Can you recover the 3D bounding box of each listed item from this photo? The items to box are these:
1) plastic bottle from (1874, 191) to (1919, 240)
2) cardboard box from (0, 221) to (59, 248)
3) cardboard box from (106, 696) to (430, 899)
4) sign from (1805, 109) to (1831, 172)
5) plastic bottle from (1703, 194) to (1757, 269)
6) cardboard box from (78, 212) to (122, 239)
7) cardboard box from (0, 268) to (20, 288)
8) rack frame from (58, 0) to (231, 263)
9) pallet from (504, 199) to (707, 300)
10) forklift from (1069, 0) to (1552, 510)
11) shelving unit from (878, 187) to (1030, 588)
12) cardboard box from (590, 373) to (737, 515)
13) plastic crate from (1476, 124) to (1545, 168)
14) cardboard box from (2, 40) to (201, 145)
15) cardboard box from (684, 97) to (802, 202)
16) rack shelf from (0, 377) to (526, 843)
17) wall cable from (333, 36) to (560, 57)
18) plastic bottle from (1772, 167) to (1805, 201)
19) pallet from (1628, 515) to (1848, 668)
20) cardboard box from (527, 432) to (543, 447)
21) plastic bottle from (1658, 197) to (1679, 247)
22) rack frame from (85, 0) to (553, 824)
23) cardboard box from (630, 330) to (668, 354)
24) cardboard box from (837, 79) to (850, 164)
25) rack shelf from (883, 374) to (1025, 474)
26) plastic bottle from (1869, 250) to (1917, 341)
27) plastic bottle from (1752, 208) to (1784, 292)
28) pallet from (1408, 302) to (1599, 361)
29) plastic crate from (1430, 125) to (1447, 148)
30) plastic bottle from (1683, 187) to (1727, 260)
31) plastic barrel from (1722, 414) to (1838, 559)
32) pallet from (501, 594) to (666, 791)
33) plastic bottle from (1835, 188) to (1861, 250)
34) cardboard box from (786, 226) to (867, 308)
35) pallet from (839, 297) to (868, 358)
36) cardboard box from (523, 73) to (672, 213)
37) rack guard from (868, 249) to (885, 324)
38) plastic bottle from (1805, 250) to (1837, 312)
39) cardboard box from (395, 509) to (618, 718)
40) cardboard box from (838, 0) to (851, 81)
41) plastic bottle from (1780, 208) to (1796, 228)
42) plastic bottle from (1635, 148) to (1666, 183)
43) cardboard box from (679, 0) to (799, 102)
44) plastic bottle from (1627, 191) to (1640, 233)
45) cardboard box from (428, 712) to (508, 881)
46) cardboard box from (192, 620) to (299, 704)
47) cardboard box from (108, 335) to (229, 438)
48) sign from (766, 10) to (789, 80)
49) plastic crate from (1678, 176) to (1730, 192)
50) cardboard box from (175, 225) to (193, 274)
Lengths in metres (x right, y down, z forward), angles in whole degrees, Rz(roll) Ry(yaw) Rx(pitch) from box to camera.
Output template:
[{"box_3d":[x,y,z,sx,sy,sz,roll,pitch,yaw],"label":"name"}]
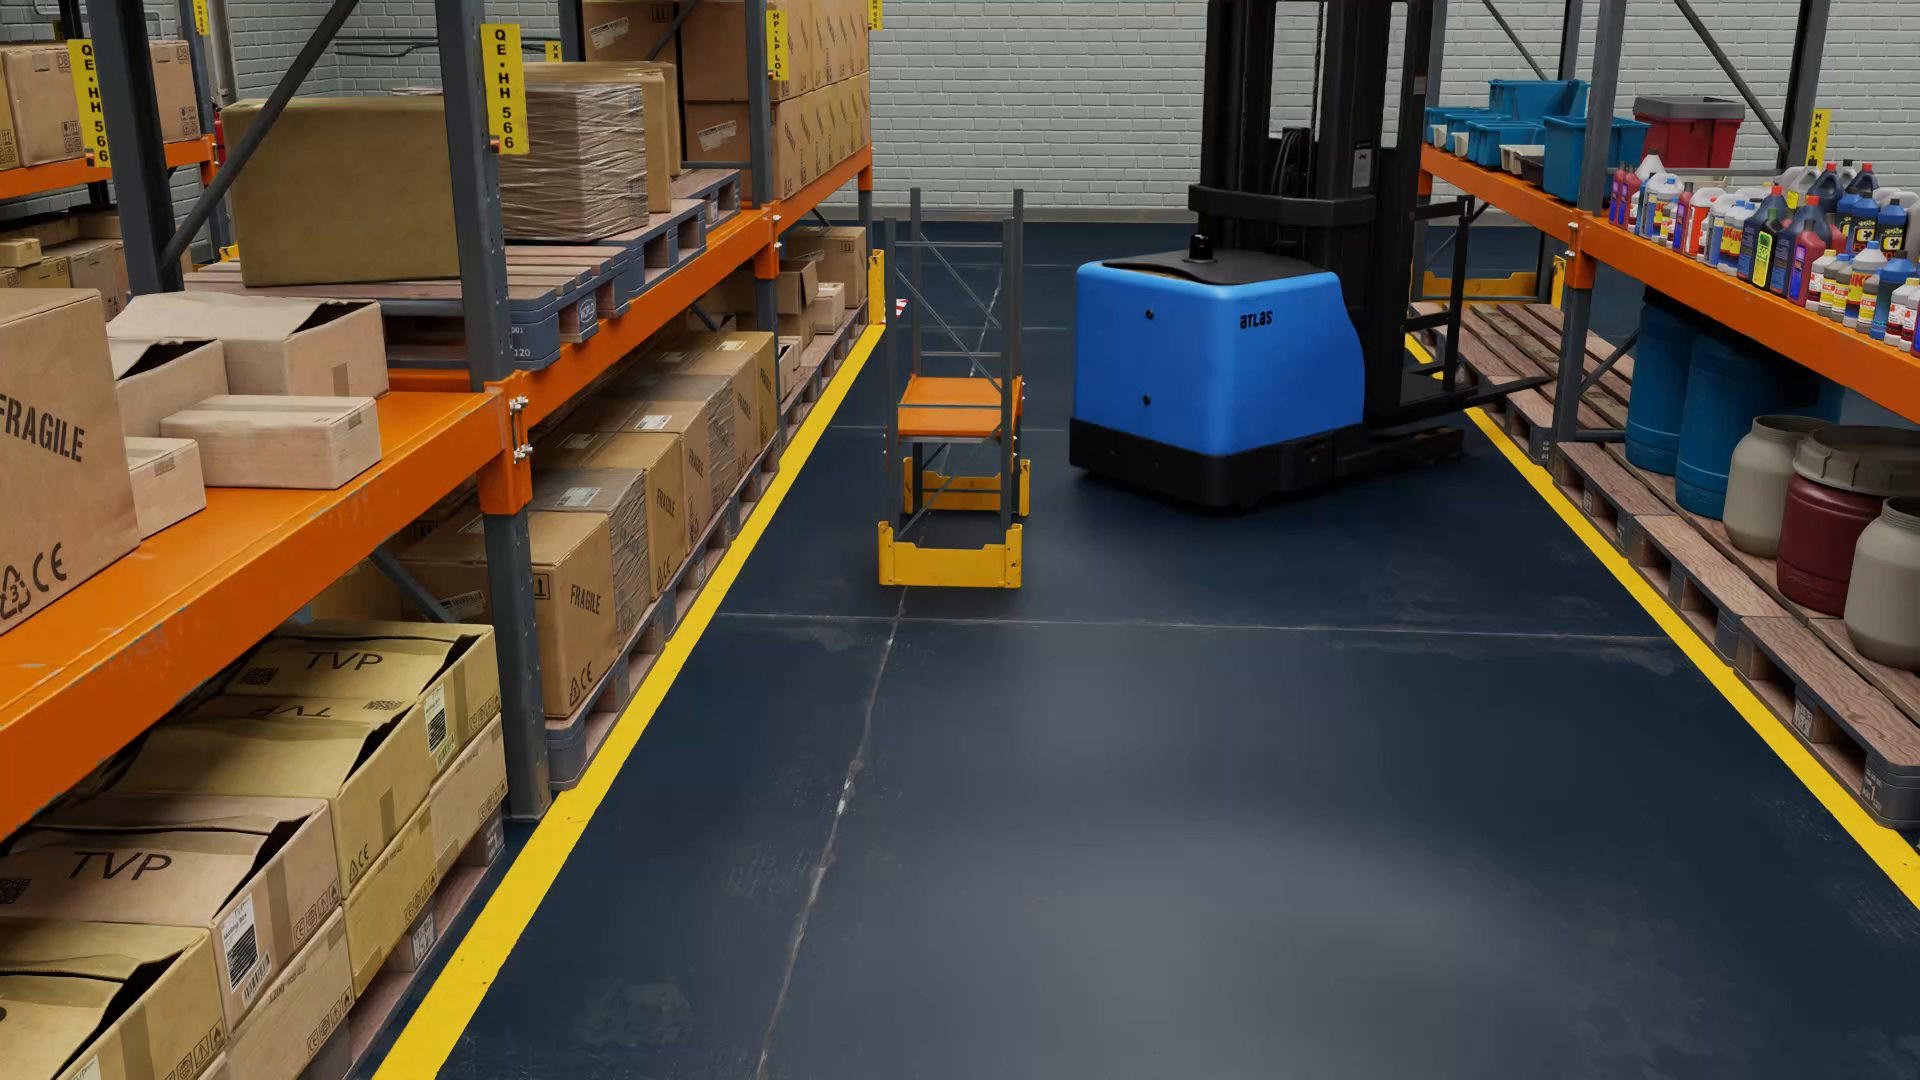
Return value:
[{"box_3d":[3.721,-1.254,6.631,0.152,0.276,0.135,1,18,4],"label":"plastic bottle"},{"box_3d":[-6.308,-2.047,11.152,0.380,0.149,0.250,2,18,5],"label":"cardboard box"},{"box_3d":[-1.551,0.547,3.778,0.500,0.311,0.500,1,18,3],"label":"cardboard box"},{"box_3d":[4.047,-1.873,7.877,0.100,0.325,0.005,1,18,4],"label":"sign"},{"box_3d":[3.003,-1.200,6.469,0.152,0.276,0.135,1,18,4],"label":"plastic bottle"},{"box_3d":[-5.891,-2.195,11.602,0.380,0.149,0.250,2,18,5],"label":"cardboard box"},{"box_3d":[-6.188,-1.373,10.136,0.700,0.500,0.500,1,18,3],"label":"cardboard box"},{"box_3d":[-6.096,-3.218,12.426,1.000,3.000,0.127,1,18,4],"label":"rack frame"},{"box_3d":[-1.593,-1.137,6.383,1.003,0.211,1.213,1,18,4],"label":"pallet"},{"box_3d":[2.013,-1.890,8.483,3.031,2.935,1.130,-14,23,-37],"label":"forklift"},{"box_3d":[-0.005,-0.689,7.117,0.587,1.500,1.083,1,18,4],"label":"shelving unit"},{"box_3d":[-1.271,-0.418,7.191,0.500,0.500,0.500,2,18,5],"label":"cardboard box"},{"box_3d":[3.324,-2.374,10.024,0.416,0.233,0.300,1,18,4],"label":"plastic crate"},{"box_3d":[-6.123,-3.202,11.895,0.980,0.700,0.700,2,18,6],"label":"cardboard box"},{"box_3d":[-1.133,-2.066,8.749,0.500,0.500,0.500,2,18,5],"label":"cardboard box"},{"box_3d":[-1.872,0.339,2.725,1.077,0.370,4.000,1,18,4],"label":"rack shelf"},{"box_3d":[-5.334,-6.342,17.312,3.097,2.526,0.112,1,18,4],"label":"wall cable"},{"box_3d":[3.793,-1.566,7.583,0.152,0.276,0.135,1,18,4],"label":"plastic bottle"},{"box_3d":[3.317,0.189,6.506,1.003,0.211,1.213,1,18,4],"label":"pallet"},{"box_3d":[-1.858,-0.101,6.223,0.500,0.500,0.500,1,18,2],"label":"cardboard box"},{"box_3d":[3.017,-1.345,7.031,0.097,0.201,0.097,0,18,0],"label":"plastic bottle"},{"box_3d":[-1.728,-0.624,4.509,1.000,3.000,0.127,1,18,4],"label":"rack frame"},{"box_3d":[-1.719,-0.742,8.179,0.500,0.500,0.500,0,18,1],"label":"cardboard box"},{"box_3d":[-0.990,-2.695,10.669,0.500,0.500,0.500,1,18,4],"label":"cardboard box"},{"box_3d":[-0.006,-0.515,7.165,0.538,0.185,1.000,1,18,4],"label":"rack shelf"},{"box_3d":[2.873,-0.754,5.112,0.097,0.271,0.097,0,18,0],"label":"plastic bottle"},{"box_3d":[2.920,-1.045,5.984,0.061,0.283,0.133,1,18,4],"label":"plastic bottle"},{"box_3d":[3.688,-1.416,11.406,1.003,0.211,1.213,1,18,4],"label":"pallet"},{"box_3d":[3.334,-2.733,11.273,0.250,0.136,0.298,1,18,4],"label":"plastic crate"},{"box_3d":[3.019,-1.272,6.688,0.152,0.276,0.135,1,18,4],"label":"plastic bottle"},{"box_3d":[3.262,-0.210,6.567,0.421,0.512,0.421,0,18,0],"label":"plastic barrel"},{"box_3d":[-1.637,0.470,5.648,1.003,0.211,1.213,1,18,4],"label":"pallet"},{"box_3d":[3.605,-1.290,6.751,0.097,0.271,0.097,0,18,0],"label":"plastic bottle"},{"box_3d":[-0.948,-1.955,11.880,0.500,0.500,0.500,1,18,4],"label":"cardboard box"},{"box_3d":[-1.216,-1.512,11.698,1.003,0.211,1.213,1,18,4],"label":"pallet"},{"box_3d":[-1.507,-1.563,6.541,0.700,0.500,0.500,-3,18,-10],"label":"cardboard box"},{"box_3d":[-1.160,-1.897,12.409,1.175,0.500,0.348,1,18,4],"label":"rack guard"},{"box_3d":[2.907,-0.871,5.584,0.097,0.201,0.097,0,18,0],"label":"plastic bottle"},{"box_3d":[-1.411,0.220,5.242,0.500,0.500,0.500,2,18,6],"label":"cardboard box"},{"box_3d":[-0.980,-3.169,10.509,0.500,0.500,0.500,2,18,5],"label":"cardboard box"},{"box_3d":[2.981,-1.044,5.980,0.061,0.283,0.133,1,18,4],"label":"plastic bottle"},{"box_3d":[3.147,-1.616,7.617,0.144,0.351,0.185,1,18,4],"label":"plastic bottle"},{"box_3d":[-1.127,-2.529,8.557,0.500,0.500,0.500,2,18,5],"label":"cardboard box"},{"box_3d":[3.047,-1.478,7.435,0.097,0.201,0.097,0,18,0],"label":"plastic bottle"},{"box_3d":[-1.523,0.652,4.357,0.500,0.250,0.500,2,18,5],"label":"cardboard box"},{"box_3d":[-2.059,0.373,4.308,0.500,0.311,0.500,2,18,6],"label":"cardboard box"},{"box_3d":[-1.986,-0.308,3.688,0.500,0.311,0.500,1,18,3],"label":"cardboard box"},{"box_3d":[-0.888,-2.405,8.086,0.100,0.325,0.005,1,18,4],"label":"sign"},{"box_3d":[3.675,-1.799,8.423,0.396,0.136,0.243,1,18,4],"label":"plastic crate"},{"box_3d":[-6.046,-2.010,12.079,0.700,0.500,0.500,1,18,4],"label":"cardboard box"}]
